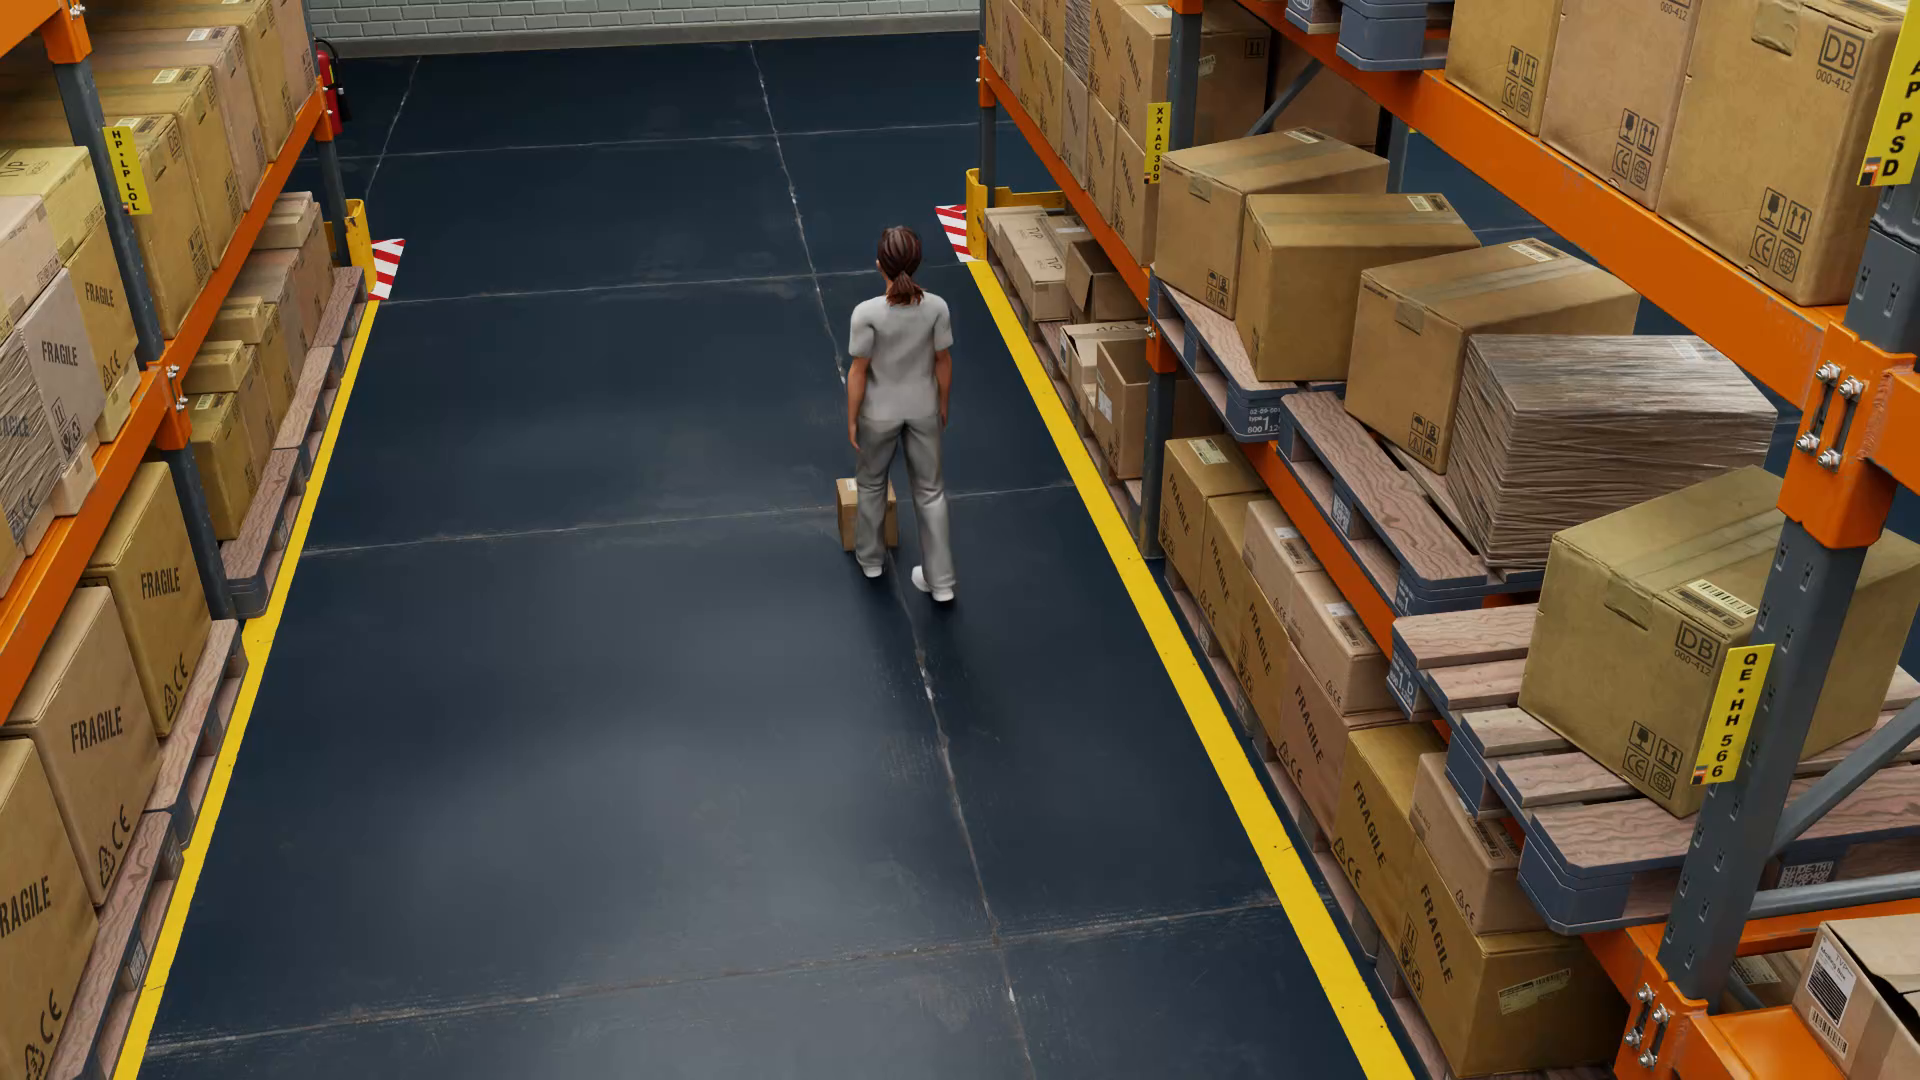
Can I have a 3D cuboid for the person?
[{"bbox_3d":[-0.271,-0.551,7.057,0.451,1.675,0.616,-8,32,-12],"label":"person"}]
